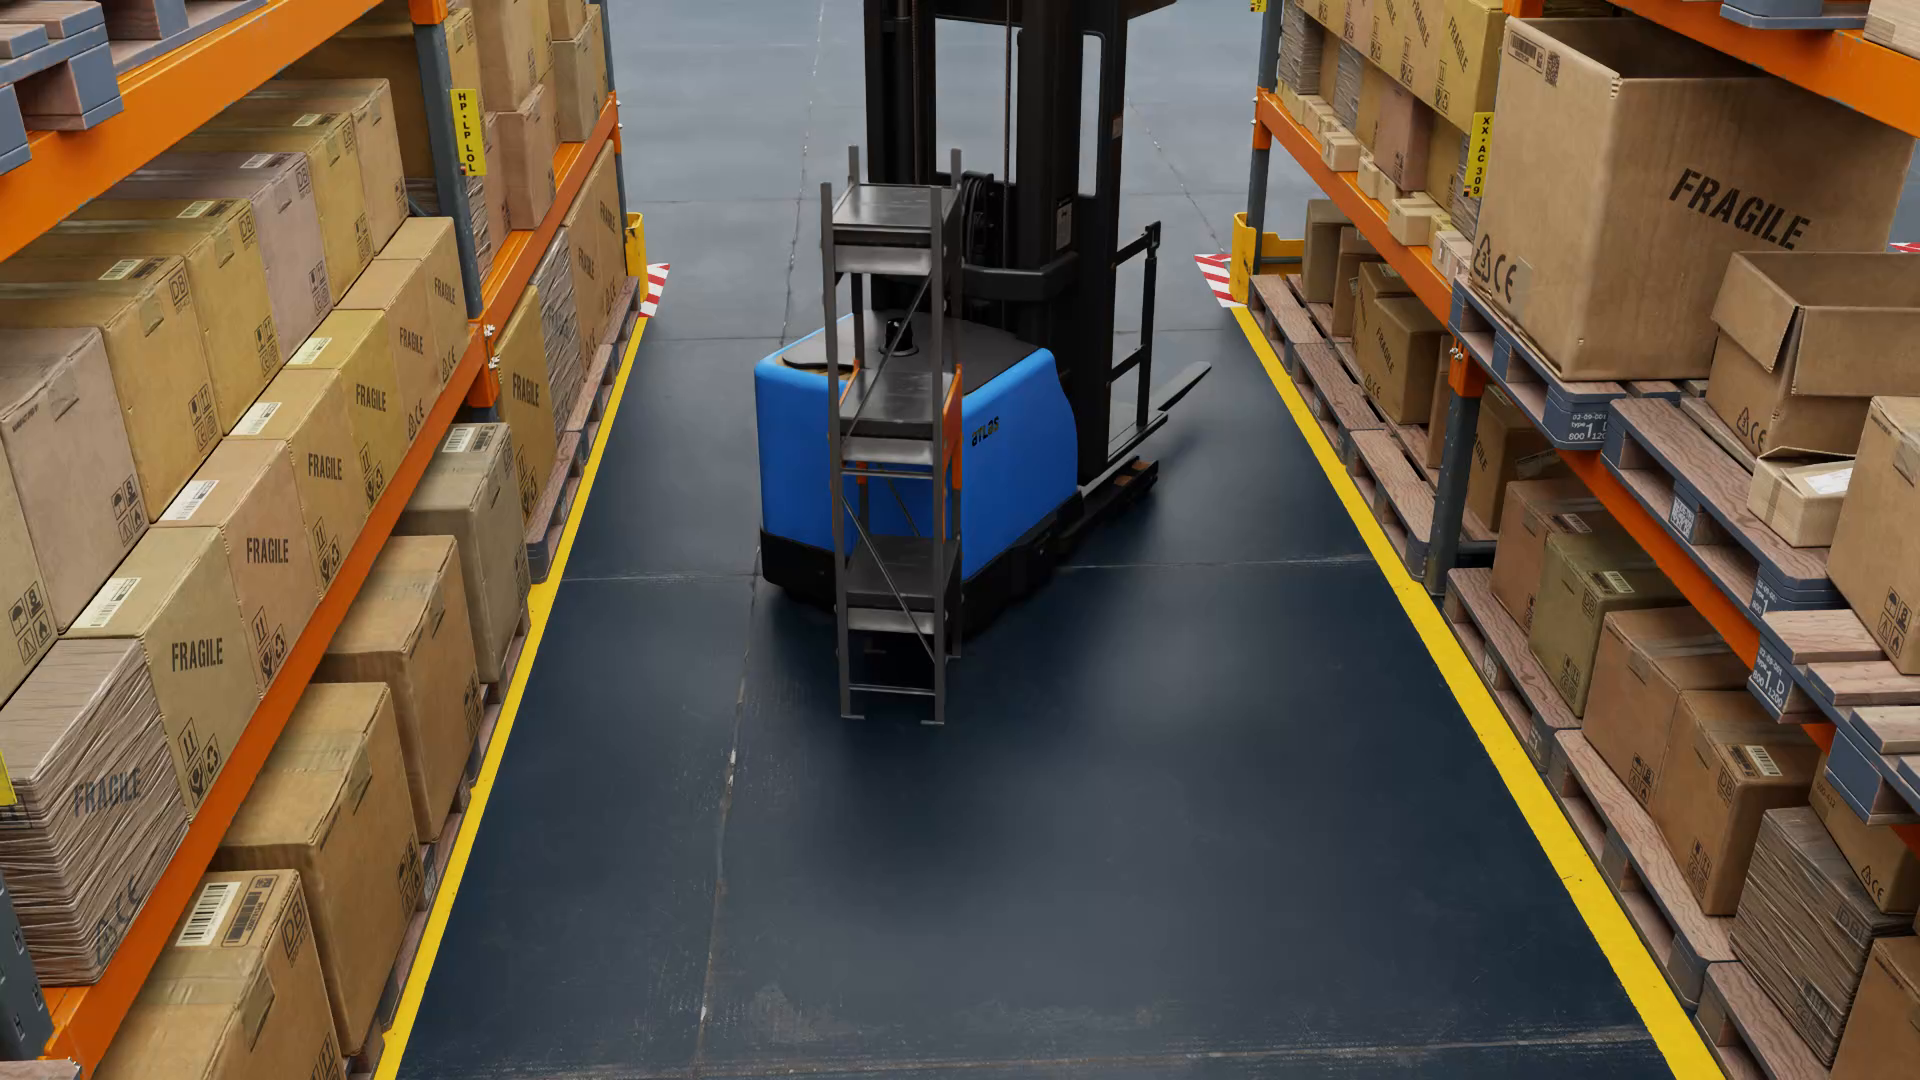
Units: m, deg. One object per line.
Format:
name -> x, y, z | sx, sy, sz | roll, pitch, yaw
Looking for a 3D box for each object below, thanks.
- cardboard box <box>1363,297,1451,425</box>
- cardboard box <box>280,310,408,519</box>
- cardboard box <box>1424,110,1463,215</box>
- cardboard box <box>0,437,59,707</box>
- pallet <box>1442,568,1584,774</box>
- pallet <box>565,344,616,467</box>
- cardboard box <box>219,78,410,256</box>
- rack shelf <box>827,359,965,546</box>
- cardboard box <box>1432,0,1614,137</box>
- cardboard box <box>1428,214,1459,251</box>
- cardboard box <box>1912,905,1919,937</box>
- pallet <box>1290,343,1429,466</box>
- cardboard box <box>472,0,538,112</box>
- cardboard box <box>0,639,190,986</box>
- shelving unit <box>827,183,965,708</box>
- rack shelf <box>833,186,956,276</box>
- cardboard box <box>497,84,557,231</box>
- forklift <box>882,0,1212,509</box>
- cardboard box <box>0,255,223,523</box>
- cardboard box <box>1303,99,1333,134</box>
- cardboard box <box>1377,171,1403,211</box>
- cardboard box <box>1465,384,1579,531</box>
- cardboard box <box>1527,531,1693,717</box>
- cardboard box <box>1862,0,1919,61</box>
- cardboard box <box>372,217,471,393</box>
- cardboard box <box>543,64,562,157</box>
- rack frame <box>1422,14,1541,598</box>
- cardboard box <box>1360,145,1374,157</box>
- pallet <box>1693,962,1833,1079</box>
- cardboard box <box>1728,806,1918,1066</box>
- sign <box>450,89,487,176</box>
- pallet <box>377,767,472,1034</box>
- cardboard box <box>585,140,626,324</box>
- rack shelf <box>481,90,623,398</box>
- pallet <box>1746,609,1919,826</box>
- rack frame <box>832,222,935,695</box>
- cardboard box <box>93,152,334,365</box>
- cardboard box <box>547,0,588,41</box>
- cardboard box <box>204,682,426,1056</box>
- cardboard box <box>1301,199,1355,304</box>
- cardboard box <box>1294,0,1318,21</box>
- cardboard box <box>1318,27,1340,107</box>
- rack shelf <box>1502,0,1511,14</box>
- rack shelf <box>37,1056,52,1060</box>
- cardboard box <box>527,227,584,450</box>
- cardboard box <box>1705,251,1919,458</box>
cardboard box -> 2.424, -0.931, 8.540 | 0.500, 0.500, 0.500 | -4, 28, -7
cardboard box -> -2.058, -0.388, 5.142 | 0.500, 0.500, 0.500 | -1, 28, -2
cardboard box -> 2.601, -1.735, 7.404 | 0.875, 0.500, 0.500 | -1, 28, -3
cardboard box -> -2.209, 0.107, 3.112 | 0.700, 0.500, 0.500 | -2, 28, -3
pallet -> 2.596, 0.478, 6.606 | 1.003, 0.211, 1.213 | -1, 28, -3
pallet -> -2.433, -0.726, 8.915 | 1.003, 0.211, 1.213 | -1, 28, -3
cardboard box -> -2.373, -1.304, 5.816 | 0.700, 0.500, 0.500 | -2, 28, -4
rack shelf -> -0.227, -0.331, 6.144 | 0.431, 0.518, 0.480 | 3, 28, 7
cardboard box -> 2.255, -1.939, 6.713 | 0.500, 0.500, 0.500 | -1, 28, -3
cardboard box -> 2.292, -1.332, 7.331 | 0.380, 0.149, 0.250 | -1, 28, -3
cardboard box -> 2.698, 1.001, 4.003 | 0.500, 0.250, 0.500 | 0, 28, -1
pallet -> 2.417, -0.756, 8.971 | 1.003, 0.211, 1.213 | -1, 28, -3
cardboard box -> -2.425, -2.265, 7.520 | 0.875, 0.550, 0.550 | -1, 28, -3
cardboard box -> -1.950, 0.544, 3.355 | 0.500, 0.500, 0.500 | -1, 28, -2
shelving unit -> -5.895, -1.804, 5.536 | 11.709, 5.089, 1.686 | 3, 28, 7
rack shelf -> -0.227, -1.073, 5.757 | 0.368, 0.174, 0.457 | 3, 28, 7
cardboard box -> -2.398, -1.787, 7.771 | 0.875, 0.550, 0.550 | -1, 28, -3
forklift -> 0.324, -1.547, 7.546 | 1.121, 2.935, 3.031 | 15, 31, 27
cardboard box -> -2.266, -0.363, 4.014 | 0.700, 0.500, 0.500 | -2, 28, -3
cardboard box -> 2.147, -2.370, 9.322 | 0.380, 0.149, 0.250 | -1, 28, -3
cardboard box -> 2.233, -1.677, 7.994 | 0.380, 0.149, 0.250 | -1, 28, -3
cardboard box -> 2.573, -0.382, 7.487 | 0.500, 0.500, 0.500 | -2, 28, -4
cardboard box -> 2.570, 0.300, 6.159 | 0.700, 0.500, 0.500 | -2, 28, -3
cardboard box -> 2.430, -1.209, 3.742 | 0.500, 0.250, 0.500 | -1, 28, -1
cardboard box -> -2.111, -0.855, 6.037 | 0.500, 0.500, 0.500 | -2, 28, -3
cardboard box -> -2.595, -2.273, 8.703 | 0.875, 0.550, 0.550 | -1, 28, -3
rack frame -> 2.554, -1.118, 6.650 | 1.000, 3.000, 0.127 | -1, 28, -3
cardboard box -> 2.249, -1.909, 8.439 | 0.380, 0.149, 0.250 | -1, 28, -3
pallet -> 2.723, 1.605, 4.445 | 1.003, 0.211, 1.213 | -1, 28, -3
cardboard box -> 2.666, 1.078, 4.668 | 0.700, 0.500, 0.500 | -4, 28, -7
sign -> -1.863, -1.541, 6.294 | 0.100, 0.325, 0.005 | -1, 28, -3
pallet -> -2.222, 1.111, 5.392 | 1.003, 0.211, 1.213 | -1, 28, -3
cardboard box -> -2.512, -1.825, 9.849 | 0.875, 0.875, 0.875 | -1, 28, -2
rack shelf -> -2.509, -1.650, 8.447 | 1.077, 0.370, 4.000 | -1, 28, -3
pallet -> 2.619, 0.488, 3.779 | 1.213, 0.211, 1.003 | -1, 28, -3
rack frame -> -0.260, -0.232, 5.923 | 0.380, 1.831, 0.006 | 3, 28, 7
cardboard box -> -2.318, -0.833, 4.913 | 0.700, 0.500, 0.500 | -1, 28, -2
cardboard box -> -2.512, -3.013, 8.954 | 0.875, 0.550, 0.550 | -1, 28, -3
cardboard box -> -2.187, 0.926, 4.709 | 1.050, 0.750, 0.750 | -1, 28, -2
cardboard box -> 2.361, -1.754, 10.119 | 0.500, 0.500, 0.500 | 4, 28, 7
cardboard box -> 2.121, -3.093, 8.926 | 0.500, 0.500, 0.500 | -1, 28, -3
cardboard box -> 2.492, -2.659, 9.175 | 0.875, 0.500, 0.500 | -1, 28, -3
rack shelf -> 2.449, -3.053, 7.894 | 1.077, 0.370, 4.000 | -1, 28, -3
rack shelf -> -2.091, 2.045, 1.364 | 1.077, 0.370, 4.000 | -1, 28, -3
cardboard box -> -2.419, -0.997, 8.262 | 0.875, 0.875, 0.875 | -1, 28, -2
cardboard box -> 2.737, -0.552, 4.998 | 0.797, 0.503, 0.637 | 1, 28, 3
